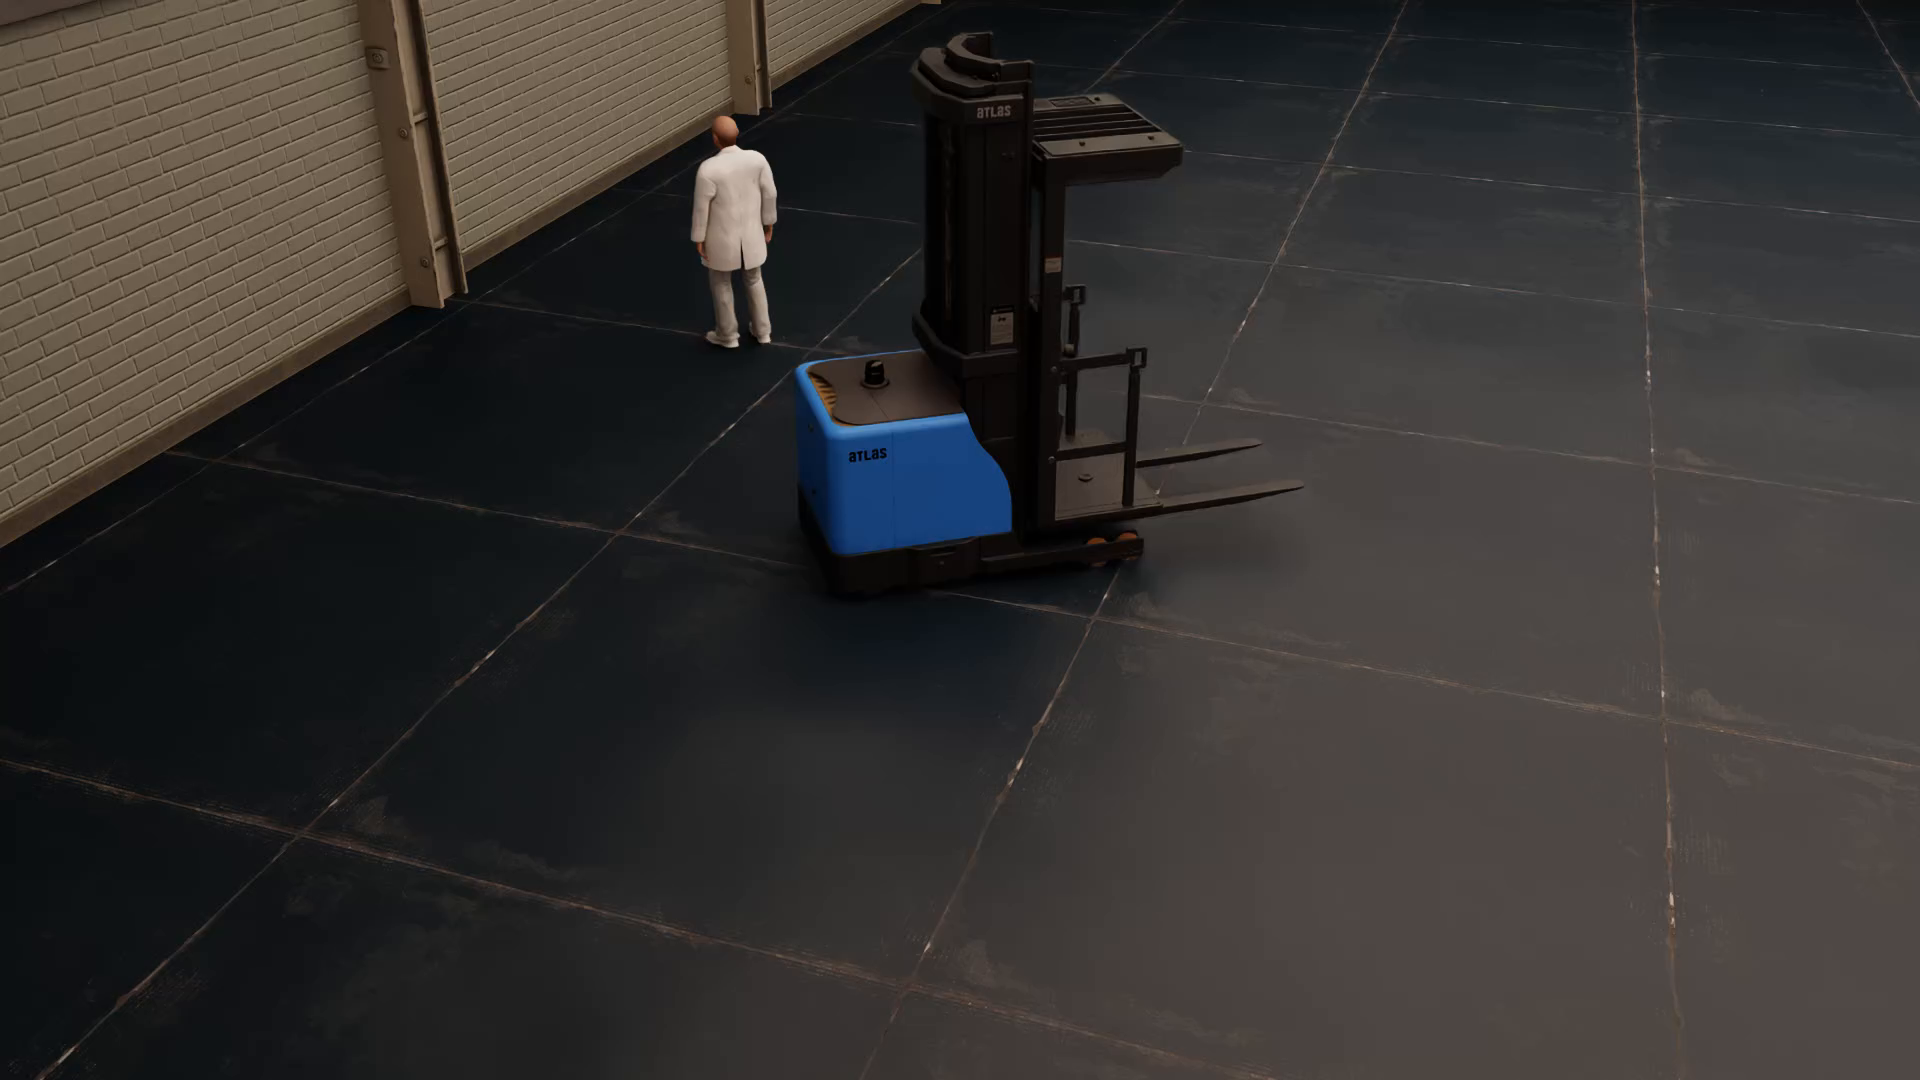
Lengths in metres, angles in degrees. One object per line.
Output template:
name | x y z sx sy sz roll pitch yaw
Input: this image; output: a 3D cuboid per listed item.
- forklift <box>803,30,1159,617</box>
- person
forklift | 0.305 -1.540 9.837 1.130 2.935 3.031 17 34 27
person | -1.703 -2.299 12.322 0.694 1.777 0.580 -14 33 -24
